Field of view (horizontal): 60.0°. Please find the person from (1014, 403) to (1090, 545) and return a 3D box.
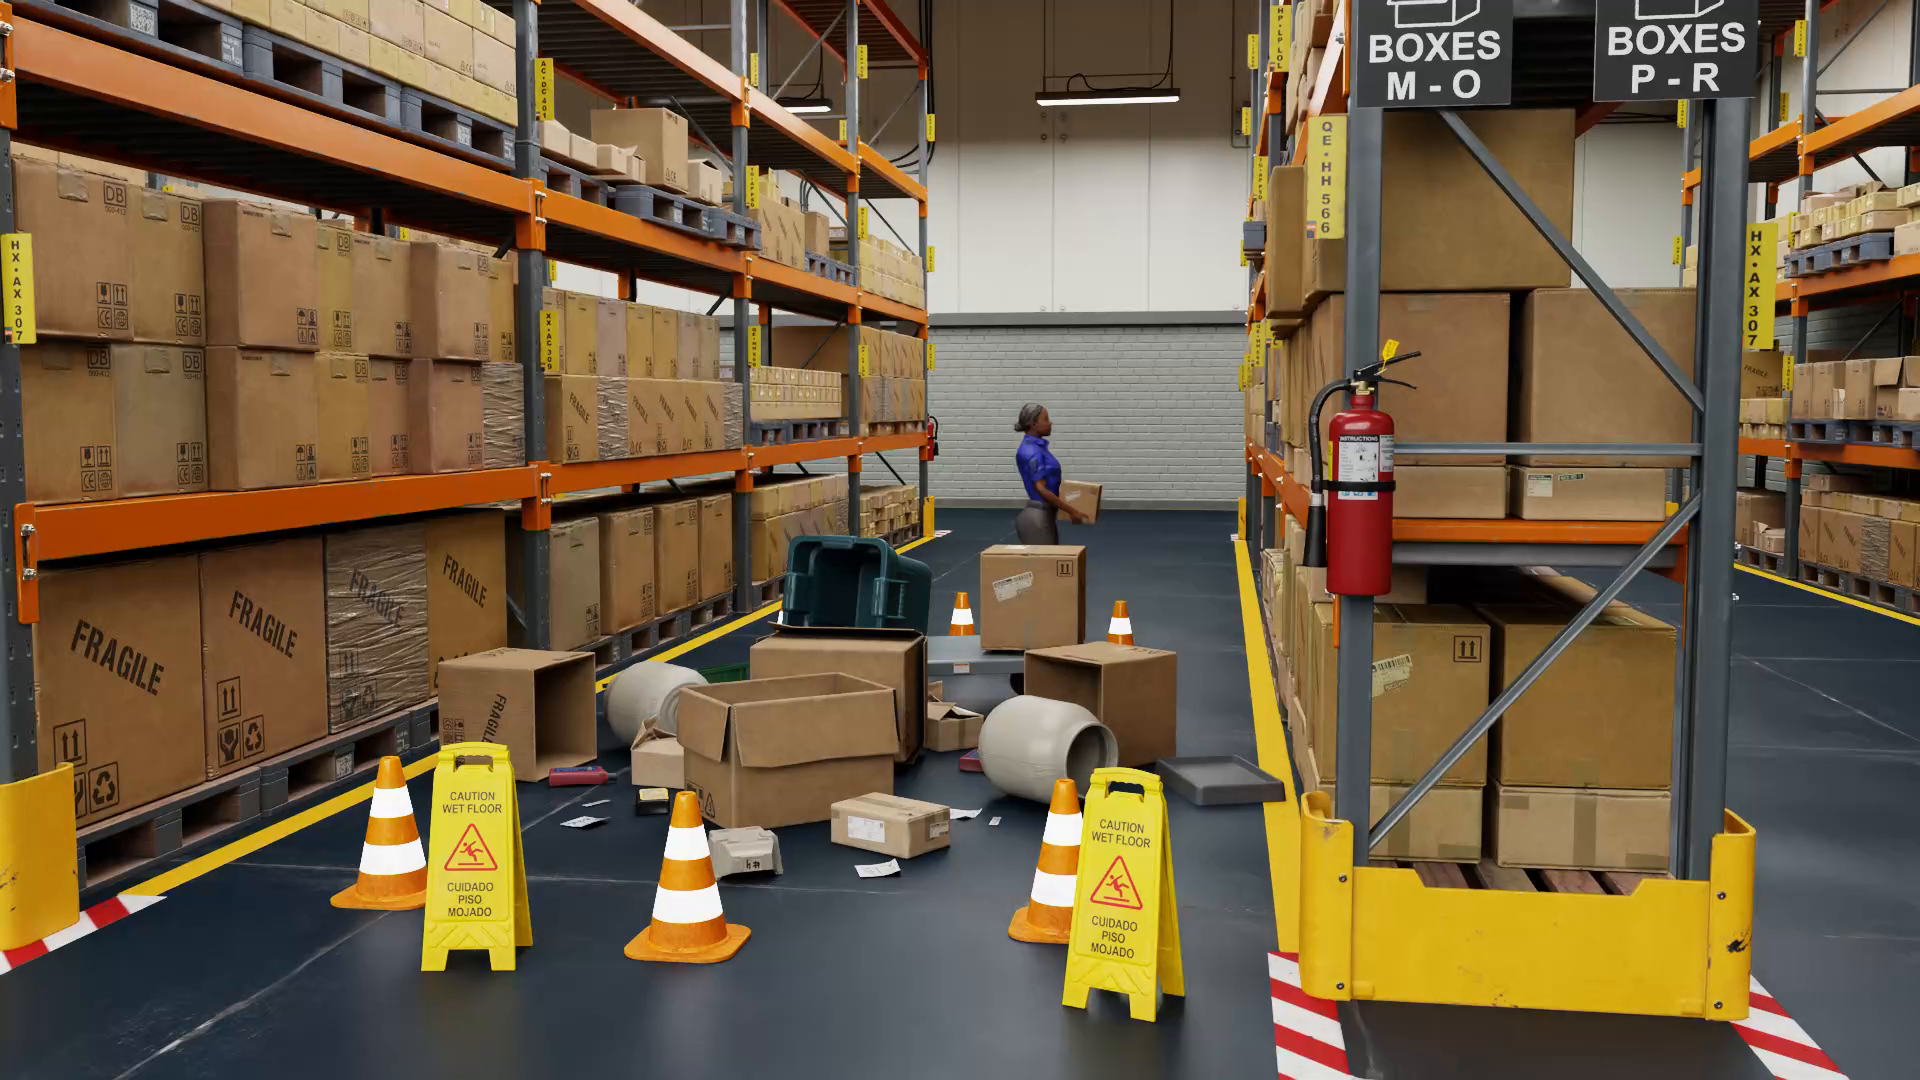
[{"bbox_3d":[0.612,-0.080,11.000,0.520,1.649,0.451,1,5,10],"label":"person"}]
